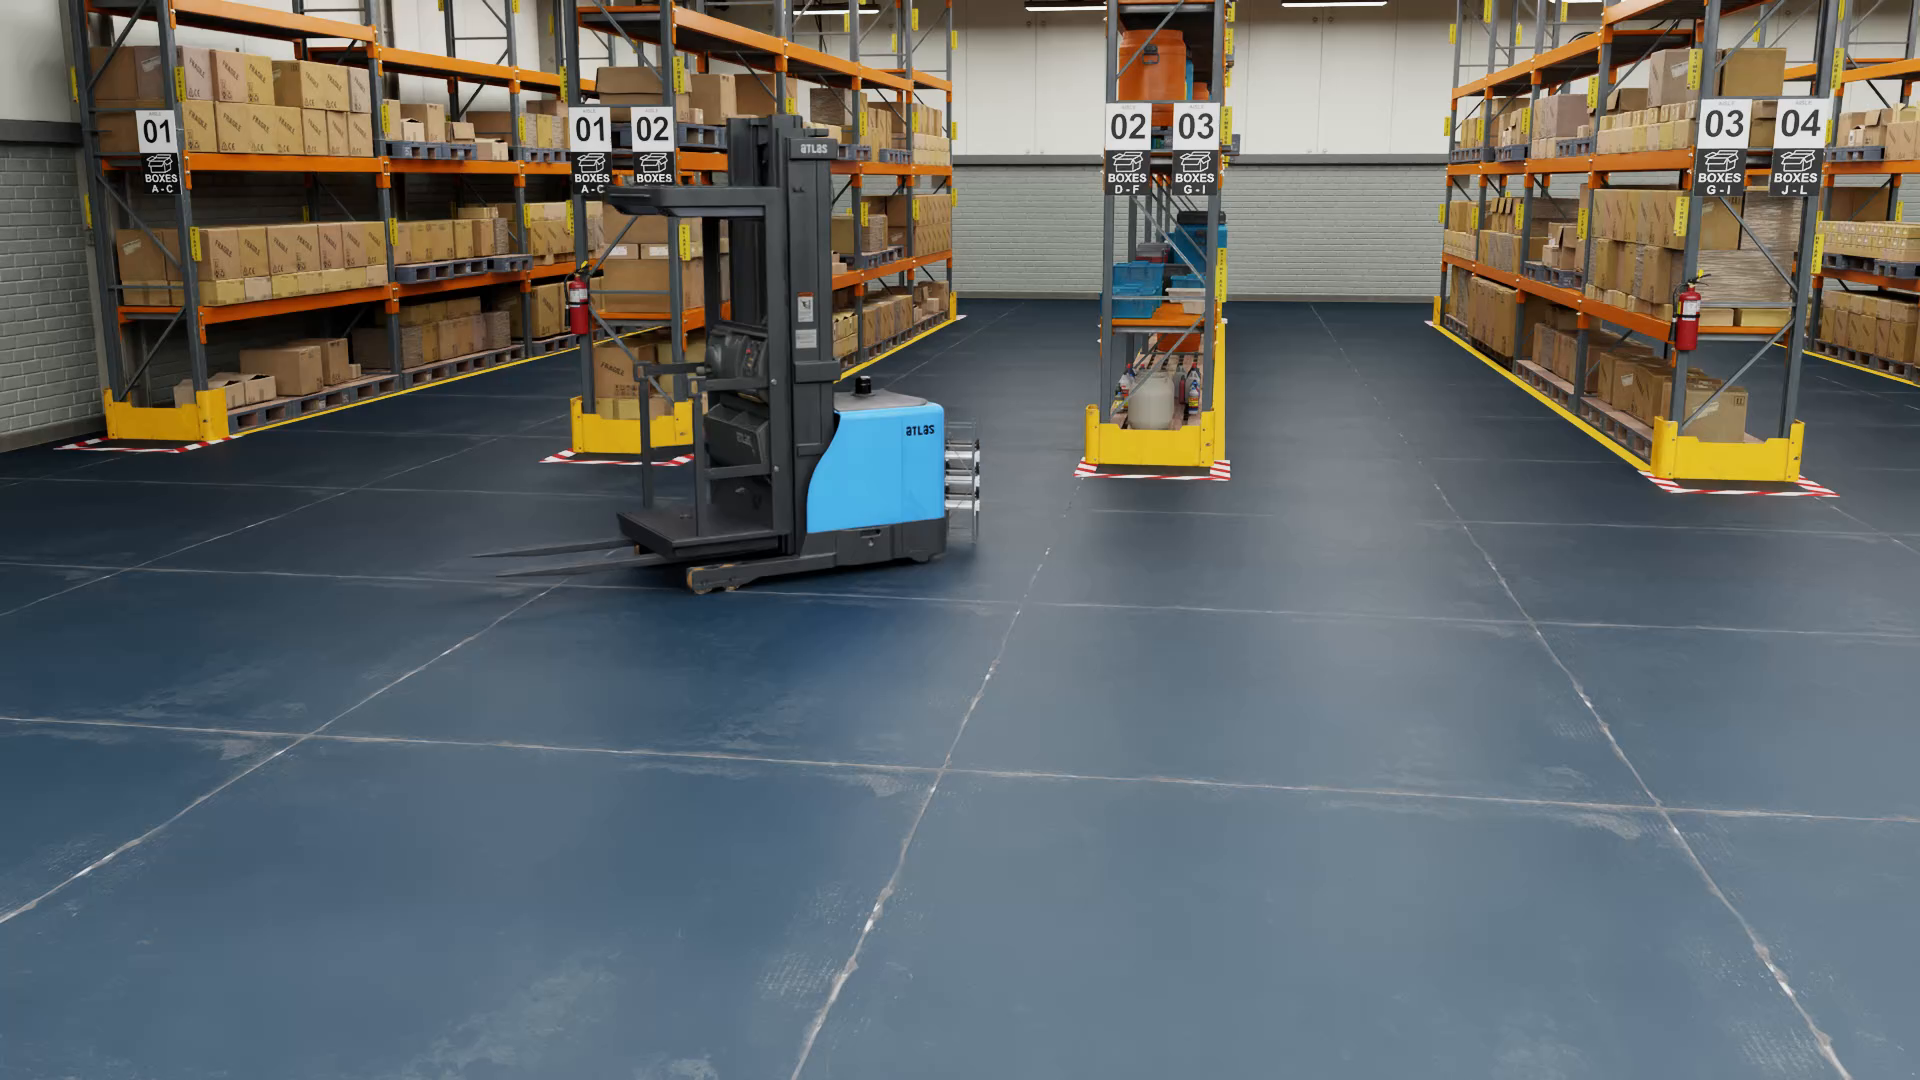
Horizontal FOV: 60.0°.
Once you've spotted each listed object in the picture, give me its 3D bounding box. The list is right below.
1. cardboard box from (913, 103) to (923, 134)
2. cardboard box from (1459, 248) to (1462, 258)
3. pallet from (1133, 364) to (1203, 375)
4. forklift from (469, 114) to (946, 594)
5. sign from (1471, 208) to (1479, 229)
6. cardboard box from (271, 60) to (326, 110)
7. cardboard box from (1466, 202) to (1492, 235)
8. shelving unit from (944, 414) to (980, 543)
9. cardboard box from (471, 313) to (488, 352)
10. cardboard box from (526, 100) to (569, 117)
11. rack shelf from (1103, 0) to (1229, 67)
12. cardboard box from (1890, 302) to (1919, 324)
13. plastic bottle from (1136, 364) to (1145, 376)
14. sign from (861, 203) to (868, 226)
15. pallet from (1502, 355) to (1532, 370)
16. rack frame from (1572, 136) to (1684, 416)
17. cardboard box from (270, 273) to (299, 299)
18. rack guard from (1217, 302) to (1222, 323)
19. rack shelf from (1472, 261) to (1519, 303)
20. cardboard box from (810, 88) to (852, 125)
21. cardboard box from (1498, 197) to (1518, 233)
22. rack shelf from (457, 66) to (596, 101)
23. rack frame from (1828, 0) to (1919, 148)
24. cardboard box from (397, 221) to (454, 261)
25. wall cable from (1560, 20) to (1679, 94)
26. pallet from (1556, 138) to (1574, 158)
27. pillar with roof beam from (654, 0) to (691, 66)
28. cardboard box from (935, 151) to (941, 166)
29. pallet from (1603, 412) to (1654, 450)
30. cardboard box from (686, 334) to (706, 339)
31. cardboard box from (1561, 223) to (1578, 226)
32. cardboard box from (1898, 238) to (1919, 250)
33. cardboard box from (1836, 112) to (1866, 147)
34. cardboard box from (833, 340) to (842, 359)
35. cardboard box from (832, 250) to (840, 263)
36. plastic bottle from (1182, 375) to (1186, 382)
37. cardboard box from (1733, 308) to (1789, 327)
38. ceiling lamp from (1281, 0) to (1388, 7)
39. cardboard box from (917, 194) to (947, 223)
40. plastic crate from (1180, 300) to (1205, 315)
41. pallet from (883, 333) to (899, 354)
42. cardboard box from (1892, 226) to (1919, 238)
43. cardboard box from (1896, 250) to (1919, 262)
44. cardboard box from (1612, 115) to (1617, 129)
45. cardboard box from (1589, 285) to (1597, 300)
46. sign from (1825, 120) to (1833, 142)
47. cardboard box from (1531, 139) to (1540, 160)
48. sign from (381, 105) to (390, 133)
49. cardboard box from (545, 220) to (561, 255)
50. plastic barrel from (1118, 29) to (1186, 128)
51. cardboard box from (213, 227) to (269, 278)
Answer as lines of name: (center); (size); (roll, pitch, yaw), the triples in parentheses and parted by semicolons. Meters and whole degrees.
cardboard box: (-1.013, -7.032, 27.771); (0.700, 0.500, 0.500); (2, 12, 9)
cardboard box: (8.442, -4.723, 27.385); (0.380, 0.149, 0.250); (2, 12, 8)
pallet: (2.664, -2.056, 21.031); (1.003, 0.211, 1.213); (2, 12, 9)
forklift: (-1.629, -1.221, 10.701); (3.031, 2.935, 1.130); (-7, 14, -29)
sign: (7.972, -4.984, 25.756); (0.100, 0.325, 0.005); (2, 12, 9)
cardboard box: (-7.345, -4.997, 18.284); (0.500, 0.500, 0.500); (1, 12, 7)
cardboard box: (8.409, -5.151, 26.646); (0.500, 0.500, 0.500); (2, 12, 9)
shelving unit: (0.001, -0.442, 11.906); (0.258, 0.900, 0.210); (2, 12, 9)
cardboard box: (-7.031, -2.891, 23.177); (0.700, 0.500, 0.500); (2, 12, 9)
cardboard box: (-6.497, -6.788, 26.190); (0.500, 0.250, 0.500); (1, 12, 7)
rack shelf: (2.089, -4.968, 16.345); (1.077, 0.370, 4.000); (2, 12, 9)
cardboard box: (12.637, -2.991, 21.906); (0.500, 0.250, 0.500); (2, 12, 7)
plastic bottle: (2.005, -1.760, 18.284); (0.144, 0.351, 0.185); (2, 12, 9)
sign: (-1.333, -4.542, 23.200); (0.100, 0.325, 0.005); (2, 12, 9)
pallet: (8.102, -2.470, 22.954); (1.003, 0.211, 1.213); (2, 12, 9)
rack frame: (7.291, -2.839, 18.046); (1.000, 3.000, 0.127); (2, 12, 9)
cardboard box: (-7.469, -2.730, 17.848); (0.500, 0.250, 0.500); (2, 12, 8)
rack guard: (4.233, -4.281, 30.670); (1.175, 0.500, 0.348); (2, 12, 9)
rack shelf: (8.213, -3.736, 23.917); (1.077, 0.370, 4.000); (2, 12, 9)
cardboard box: (-1.809, -6.088, 23.391); (0.500, 0.500, 0.500); (2, 12, 9)
cardboard box: (8.314, -4.768, 24.378); (0.797, 0.503, 0.637); (2, 12, 9)
rack shelf: (-6.470, -6.955, 25.561); (1.077, 0.370, 4.000); (2, 12, 9)
rack frame: (13.406, -7.255, 24.298); (1.000, 3.000, 0.127); (2, 12, 9)
cardboard box: (-7.117, -3.943, 21.889); (0.700, 0.500, 0.500); (4, 13, 16)
wall cable: (13.412, -10.907, 33.610); (2.277, 5.999, 0.120); (2, 12, 9)
pallet: (7.647, -4.554, 19.332); (1.213, 0.211, 1.003); (2, 12, 9)
pillar with roof beam: (-1.733, -9.202, 33.330); (9.100, 9.000, 0.548); (2, 12, 9)
cardboard box: (-0.622, -6.728, 29.328); (0.500, 0.250, 0.500); (2, 12, 9)
pallet: (7.037, -1.080, 16.504); (1.003, 0.211, 1.213); (2, 12, 9)
cardboard box: (-2.671, -1.869, 17.294); (0.500, 0.500, 0.500); (2, 12, 9)
cardboard box: (7.875, -3.692, 20.773); (0.700, 0.500, 0.500); (4, 13, 17)
cardboard box: (12.417, -3.835, 21.563); (0.380, 0.149, 0.250); (2, 12, 10)
cardboard box: (13.240, -5.968, 24.210); (0.700, 0.500, 0.500); (2, 12, 9)
cardboard box: (-1.878, -2.525, 22.119); (0.500, 0.250, 0.500); (2, 12, 10)
cardboard box: (-1.981, -3.875, 23.067); (0.500, 0.311, 0.500); (3, 12, 12)
plastic bottle: (2.398, -1.634, 17.858); (0.061, 0.283, 0.133); (2, 12, 9)
cardboard box: (6.955, -1.935, 14.448); (0.380, 0.149, 0.250); (2, 12, 9)
ceiling lamp: (7.144, -11.761, 31.349); (2.000, 3.185, 0.800); (2, 12, 9)
cardboard box: (-0.525, -5.989, 30.055); (0.500, 0.500, 0.500); (2, 12, 10)
plastic crate: (2.237, -2.214, 15.771); (0.298, 0.136, 0.250); (2, 12, 9)
pallet: (-1.540, -3.037, 25.587); (1.003, 0.211, 1.213); (2, 12, 9)
cardboard box: (12.455, -4.032, 21.770); (0.380, 0.149, 0.250); (2, 12, 8)
cardboard box: (12.413, -3.690, 21.594); (0.380, 0.149, 0.250); (2, 12, 10)
cardboard box: (6.963, -4.311, 17.169); (0.380, 0.149, 0.250); (1, 12, 6)
cardboard box: (6.909, -2.629, 17.670); (0.380, 0.149, 0.250); (2, 12, 9)
sign: (12.869, -6.057, 24.634); (0.100, 0.325, 0.005); (2, 12, 9)
cardboard box: (7.582, -4.975, 21.194); (0.500, 0.250, 0.500); (2, 12, 10)
sign: (-6.855, -5.023, 19.835); (0.100, 0.325, 0.005); (2, 12, 9)
cardboard box: (-6.360, -4.559, 25.035); (0.500, 0.500, 0.500); (2, 12, 11)
plastic barrel: (1.731, -4.153, 15.010); (0.600, 0.830, 0.708); (2, 12, 9)
cardboard box: (-7.551, -2.983, 17.243); (0.500, 0.500, 0.500); (2, 12, 9)
